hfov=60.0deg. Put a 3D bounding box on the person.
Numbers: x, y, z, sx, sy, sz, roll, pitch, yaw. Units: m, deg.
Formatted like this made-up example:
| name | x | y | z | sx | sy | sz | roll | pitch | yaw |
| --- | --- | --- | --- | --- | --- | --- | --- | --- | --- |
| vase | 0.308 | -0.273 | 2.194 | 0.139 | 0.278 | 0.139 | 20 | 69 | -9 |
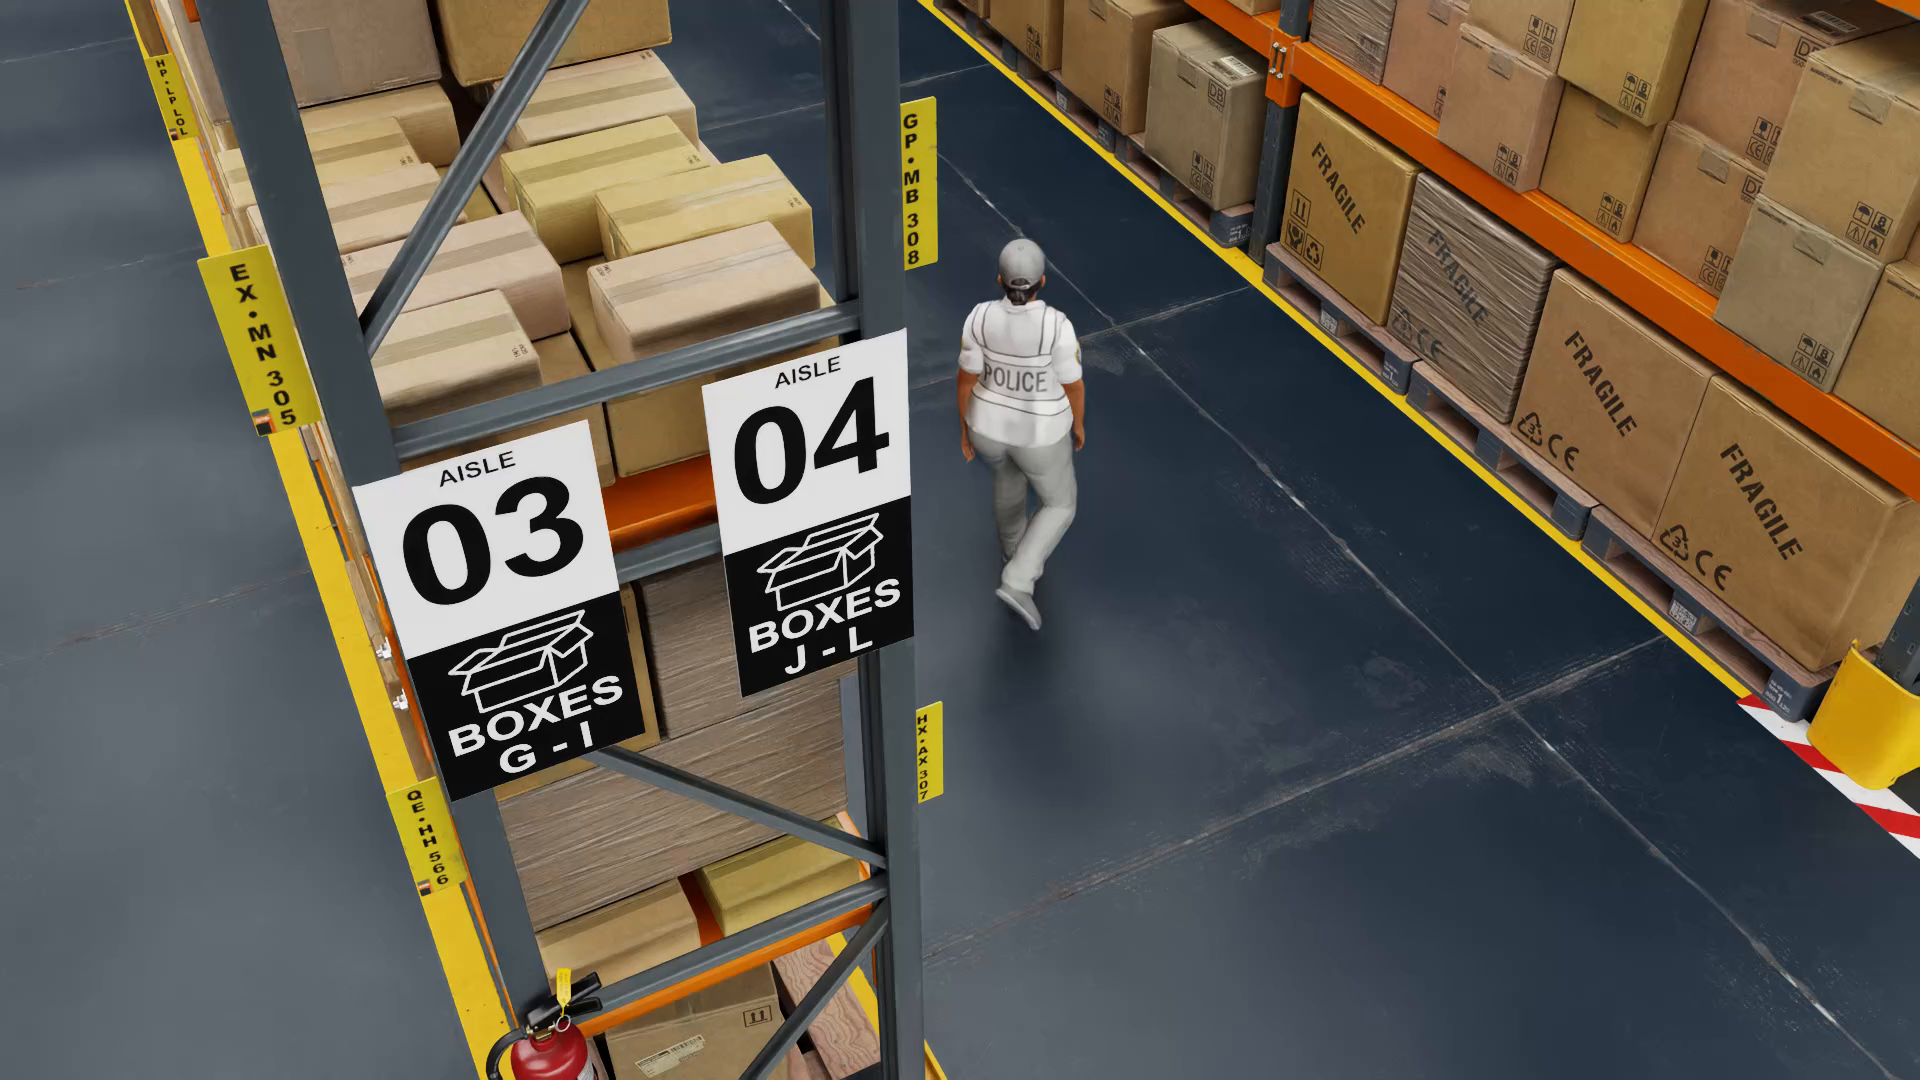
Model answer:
| name | x | y | z | sx | sy | sz | roll | pitch | yaw |
| --- | --- | --- | --- | --- | --- | --- | --- | --- | --- |
| person | 0.221 | -0.416 | 6.635 | 0.499 | 1.628 | 0.769 | 14 | 43 | 15 |
